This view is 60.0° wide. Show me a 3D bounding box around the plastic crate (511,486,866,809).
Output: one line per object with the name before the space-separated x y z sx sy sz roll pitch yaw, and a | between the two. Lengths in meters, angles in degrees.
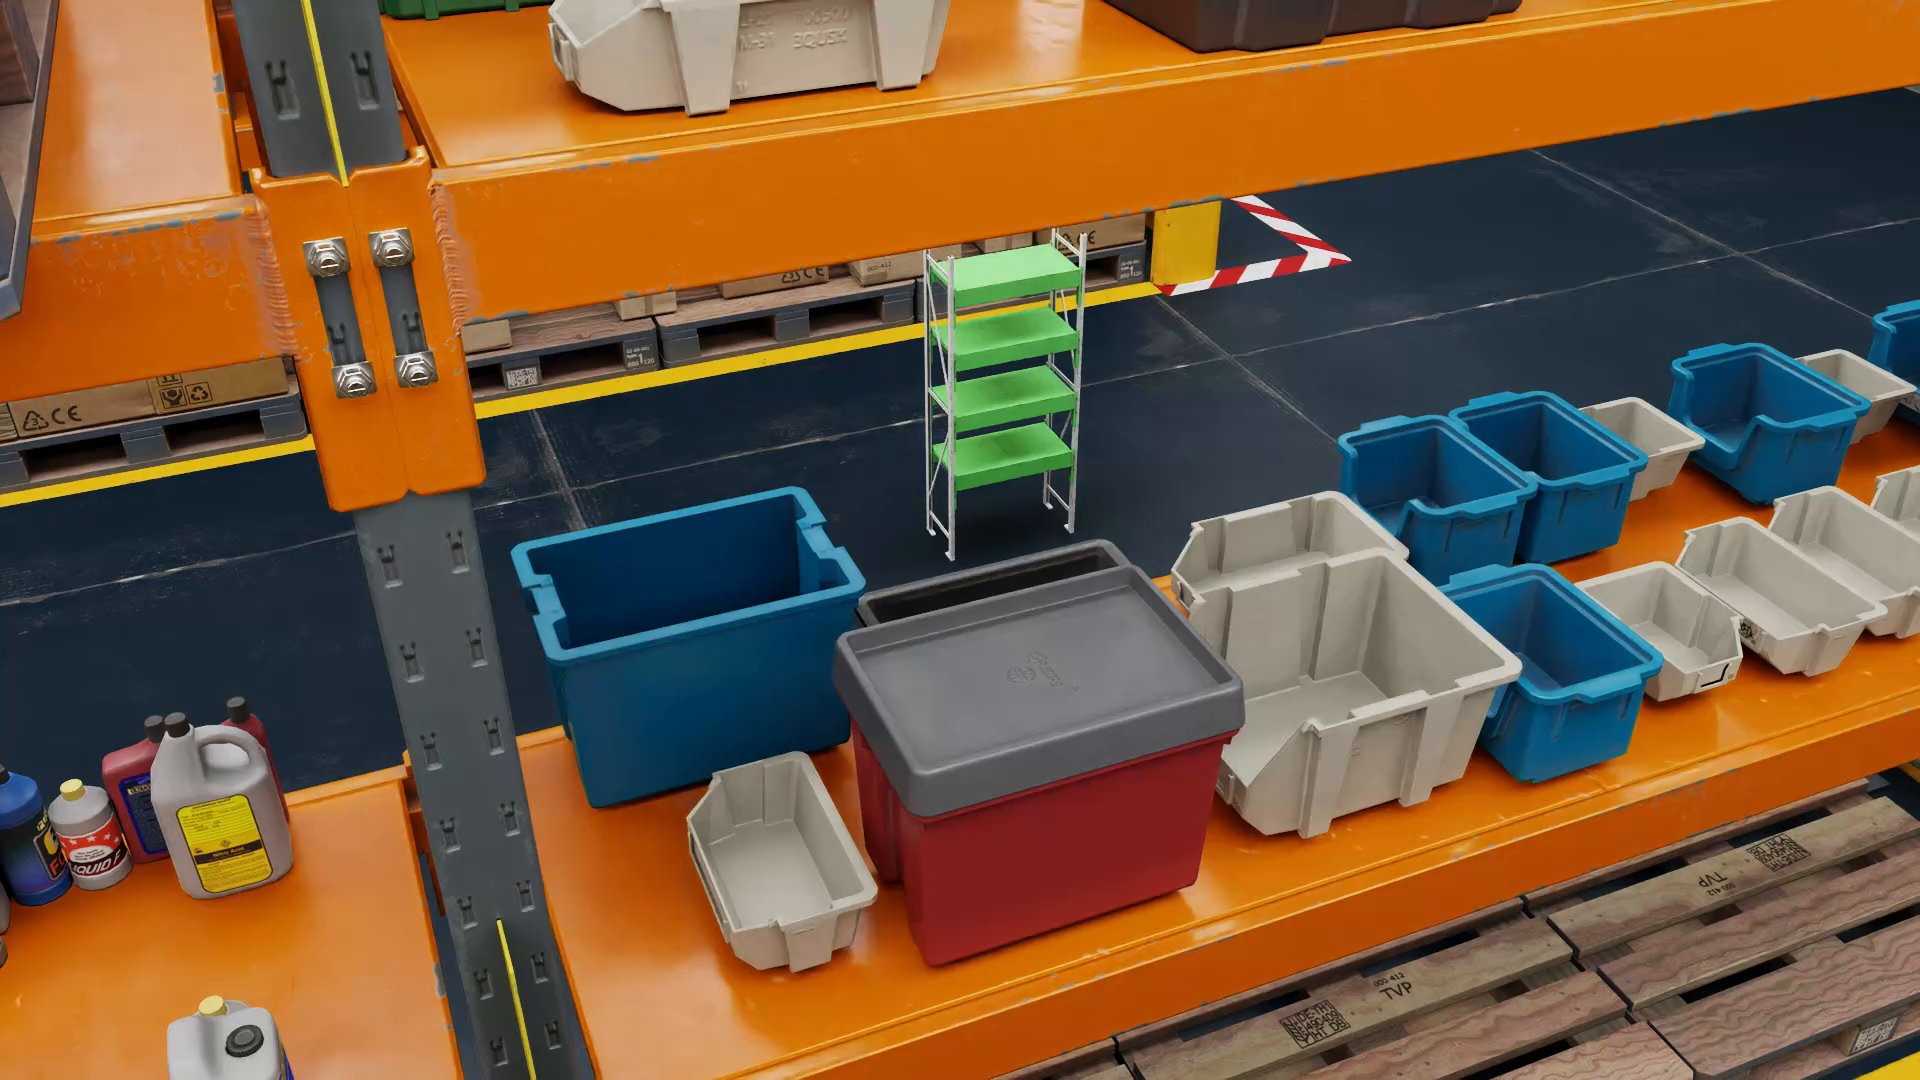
plastic crate | -0.500 0.209 3.138 0.575 0.384 0.392 -13 35 -19

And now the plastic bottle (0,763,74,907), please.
plastic bottle | -1.614 0.497 2.854 0.097 0.271 0.097 0 33 0

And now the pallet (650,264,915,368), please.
pallet | -0.952 -1.229 7.946 1.213 0.211 1.003 -13 35 -19

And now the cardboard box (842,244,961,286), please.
cardboard box | -0.318 -1.446 7.840 0.500 0.250 0.500 -13 35 -19

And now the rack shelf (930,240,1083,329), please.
rack shelf | 0.153 -0.887 5.750 0.480 0.148 0.258 -13 35 -19

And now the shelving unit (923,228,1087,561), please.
shelving unit | 0.153 -0.538 5.976 0.503 1.200 0.258 -13 35 -19

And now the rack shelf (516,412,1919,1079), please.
rack shelf | 1.046 0.377 3.580 4.000 0.370 1.077 -13 35 -19

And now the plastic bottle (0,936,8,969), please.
plastic bottle | -1.644 0.623 2.724 0.097 0.201 0.097 0 33 0

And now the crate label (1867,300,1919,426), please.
crate label | 2.535 -0.415 4.236 0.303 0.233 0.416 -13 35 -19

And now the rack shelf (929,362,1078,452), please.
rack shelf | 0.153 -0.484 6.011 0.480 0.148 0.258 -13 35 -19

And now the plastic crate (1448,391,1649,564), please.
plastic crate | 1.321 -0.137 3.809 0.300 0.233 0.416 -13 35 -19

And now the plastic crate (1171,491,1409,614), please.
plastic crate | 0.691 0.064 3.588 0.466 0.136 0.293 -13 35 -19

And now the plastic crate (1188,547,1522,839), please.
plastic crate | 0.681 0.292 3.104 0.530 0.282 0.437 -13 35 -19

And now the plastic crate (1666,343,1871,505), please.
plastic crate | 1.928 -0.276 4.023 0.300 0.233 0.416 -13 35 -19

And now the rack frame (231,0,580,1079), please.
rack frame | -0.797 0.499 2.732 0.053 2.616 0.949 -13 35 -19

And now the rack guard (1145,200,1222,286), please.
rack guard | 0.906 -1.775 8.519 0.348 0.500 1.175 -13 35 -19

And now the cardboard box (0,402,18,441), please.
cardboard box | -3.978 -0.677 6.428 0.500 0.500 0.500 -12 35 -18

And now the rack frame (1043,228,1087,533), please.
rack frame | 0.378 -0.589 6.056 0.015 1.200 0.240 -13 35 -19

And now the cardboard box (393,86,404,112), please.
cardboard box | -2.137 -2.006 6.492 0.500 0.500 0.500 -12 35 -18

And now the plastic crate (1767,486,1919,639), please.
plastic crate | 1.935 0.056 3.601 0.243 0.136 0.396 -13 35 -19

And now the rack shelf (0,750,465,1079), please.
rack shelf | -2.642 1.221 2.282 4.000 0.370 1.077 -13 35 -19

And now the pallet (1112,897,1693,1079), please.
pallet | 0.991 1.232 4.163 1.213 0.211 1.003 -13 35 -19

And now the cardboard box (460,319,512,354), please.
cardboard box | -2.242 -1.031 7.146 0.500 0.311 0.500 -13 35 -19

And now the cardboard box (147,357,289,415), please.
cardboard box | -3.056 -0.882 6.744 0.500 0.500 0.500 -13 35 -19

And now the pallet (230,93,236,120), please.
pallet | -3.491 -1.800 6.442 1.213 0.211 1.003 -13 35 -19

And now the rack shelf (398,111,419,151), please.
rack shelf | -0.868 -2.115 7.409 4.000 0.370 1.077 -13 35 -19

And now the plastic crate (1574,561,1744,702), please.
plastic crate | 1.422 0.199 3.381 0.250 0.136 0.298 -13 35 -19

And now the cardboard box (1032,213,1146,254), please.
cardboard box | 0.570 -1.736 8.057 0.500 0.500 0.500 -13 35 -19

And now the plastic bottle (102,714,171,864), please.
plastic bottle | -1.425 0.438 2.934 0.133 0.283 0.061 -13 35 -19

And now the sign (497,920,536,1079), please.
sign | -0.587 0.659 2.234 0.005 0.325 0.100 -13 35 -19

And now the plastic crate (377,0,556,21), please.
plastic crate | -0.525 -0.912 2.346 0.662 0.188 0.450 -13 35 -19

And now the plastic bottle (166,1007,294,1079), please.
plastic bottle | -1.037 0.795 2.391 0.135 0.276 0.152 -13 35 -19

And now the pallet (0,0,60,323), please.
pallet | -1.483 -0.466 1.638 1.003 0.211 1.213 -13 35 -19

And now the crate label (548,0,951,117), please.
crate label | -0.235 -0.607 1.924 0.466 0.136 0.293 -13 35 -19
